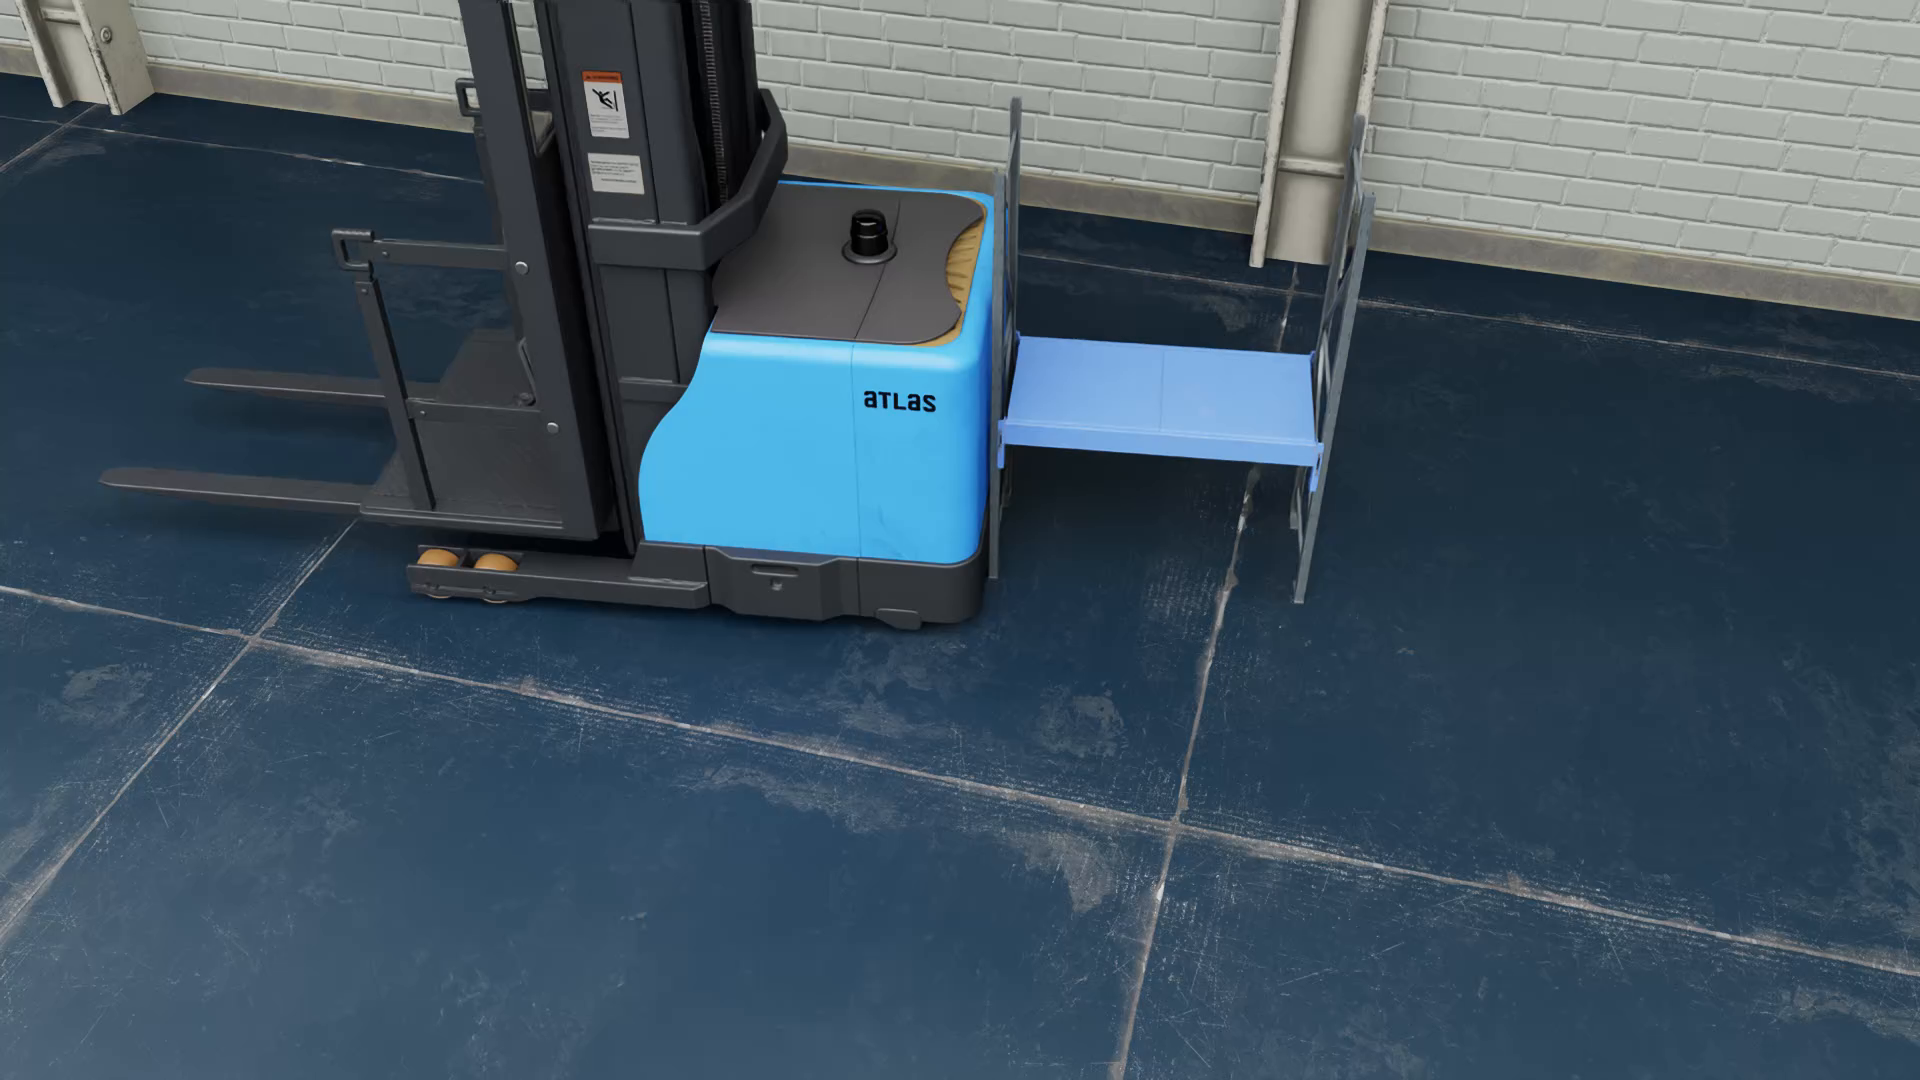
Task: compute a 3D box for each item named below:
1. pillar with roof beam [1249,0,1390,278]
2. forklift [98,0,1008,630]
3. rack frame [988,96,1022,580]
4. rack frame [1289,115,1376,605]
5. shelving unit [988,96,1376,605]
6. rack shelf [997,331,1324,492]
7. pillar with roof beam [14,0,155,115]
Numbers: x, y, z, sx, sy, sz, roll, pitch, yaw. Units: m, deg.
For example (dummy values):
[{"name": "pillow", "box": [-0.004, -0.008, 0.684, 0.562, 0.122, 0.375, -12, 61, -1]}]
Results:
[{"name": "pillar with roof beam", "box": [0.362, -2.013, 1.150, 0.400, 9.000, 9.100, 10, 41, 11]}, {"name": "forklift", "box": [-1.384, -1.245, 4.954, 3.031, 2.935, 1.130, 5, 40, 5]}, {"name": "rack frame", "box": [0.140, -0.601, 5.299, 0.032, 1.500, 0.500, 5, 40, 5]}, {"name": "rack frame", "box": [1.150, -0.522, 5.205, 0.032, 1.500, 0.500, 5, 40, 5]}, {"name": "shelving unit", "box": [0.645, -0.561, 5.252, 1.048, 1.500, 0.538, 5, 40, 5]}, {"name": "rack shelf", "box": [0.645, -0.424, 5.368, 1.000, 0.185, 0.538, 5, 40, 5]}, {"name": "pillar with roof beam", "box": [-5.434, -3.010, 2.337, 0.400, 9.000, 9.100, 10, 41, 11]}]
